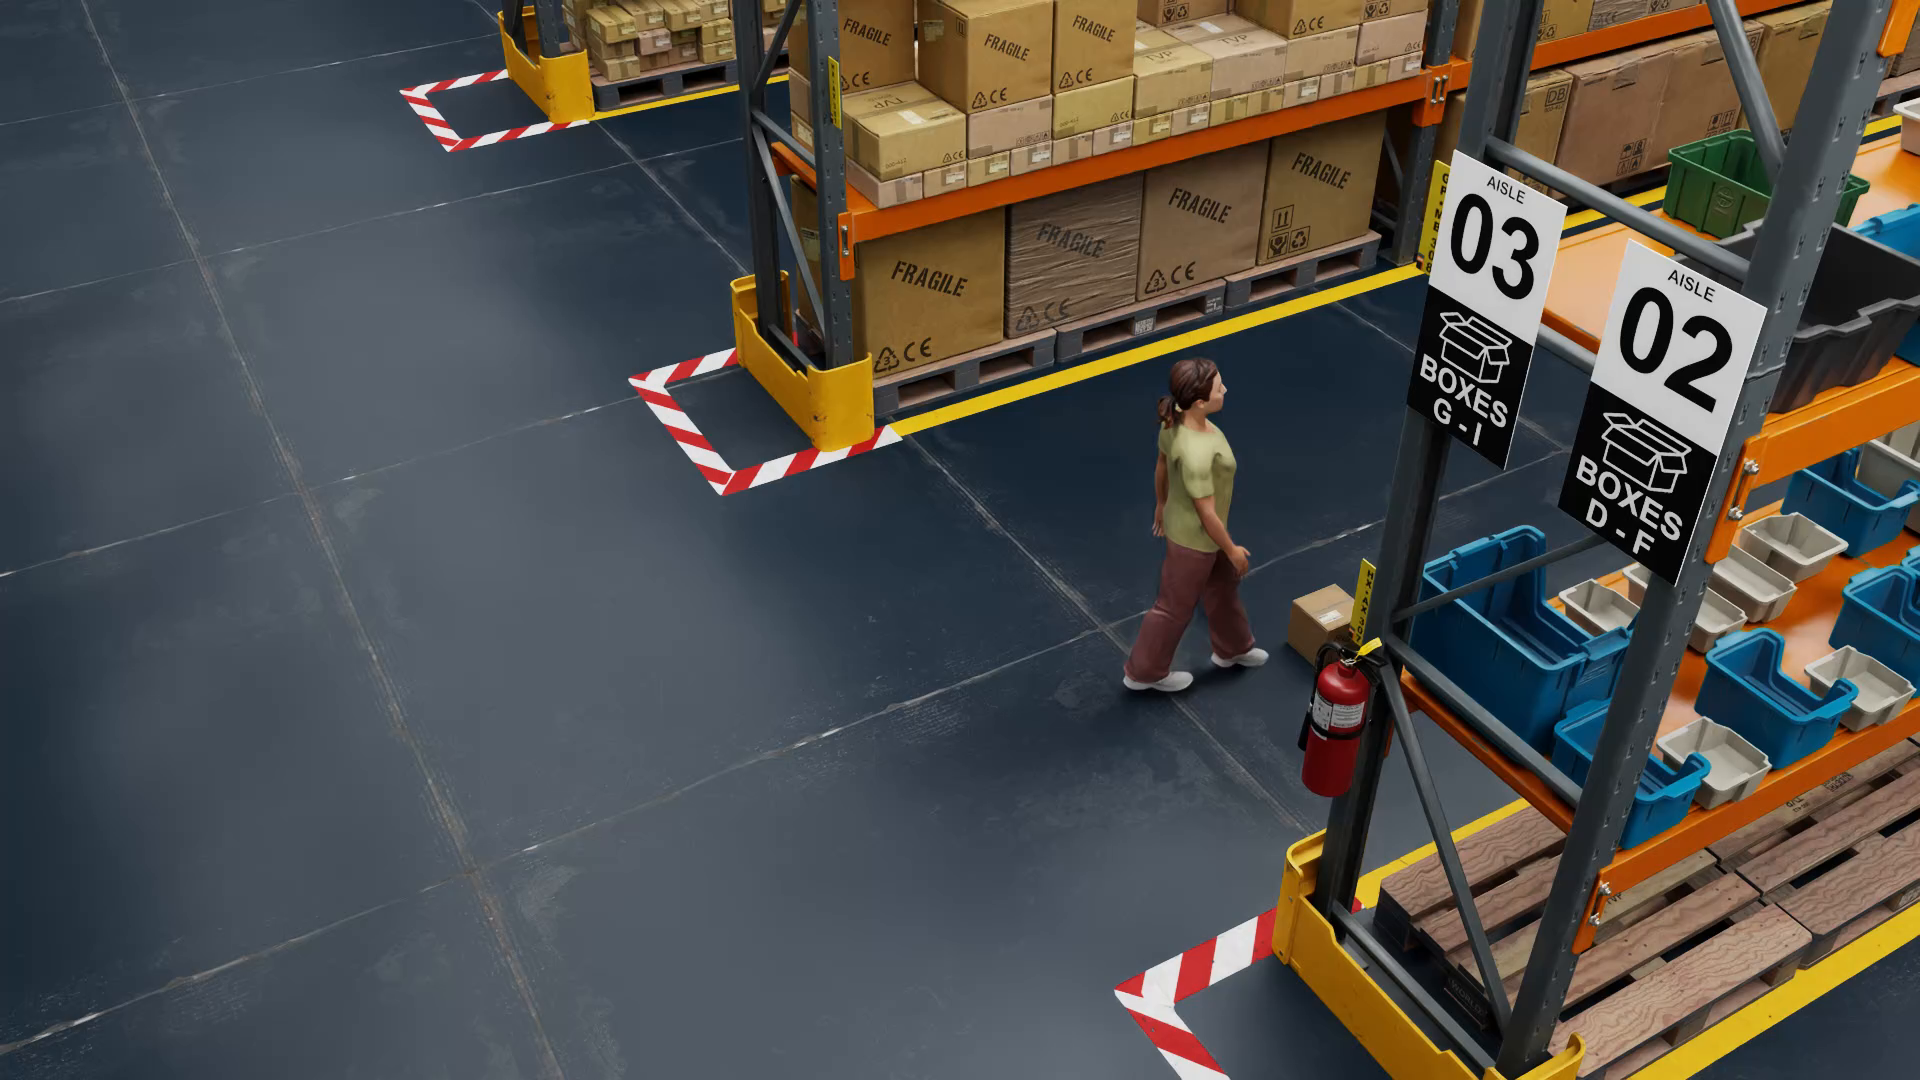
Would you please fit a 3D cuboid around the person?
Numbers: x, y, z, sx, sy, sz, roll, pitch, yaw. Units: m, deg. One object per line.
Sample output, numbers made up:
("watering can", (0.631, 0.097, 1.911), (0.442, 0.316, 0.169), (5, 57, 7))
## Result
("person", (1.071, -0.014, 6.950), (0.694, 1.693, 0.461), (-1, 37, -1))
